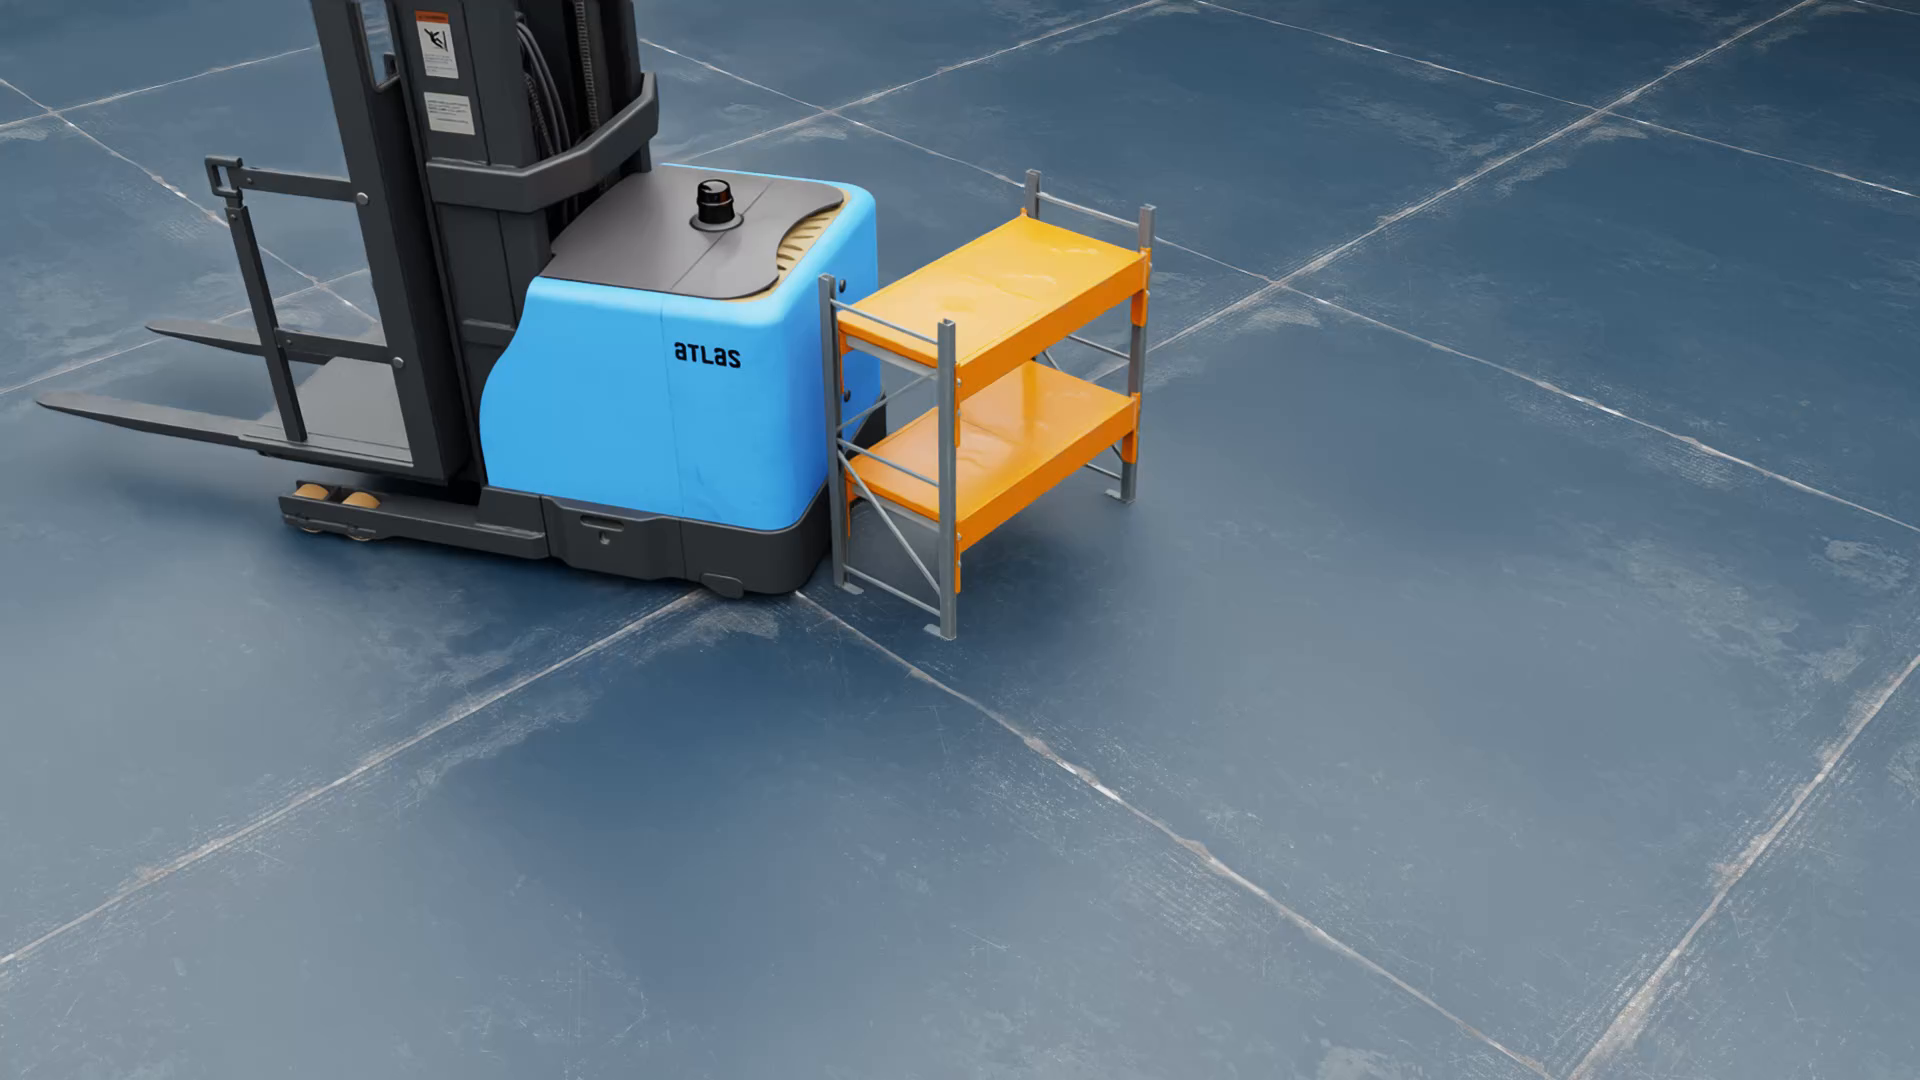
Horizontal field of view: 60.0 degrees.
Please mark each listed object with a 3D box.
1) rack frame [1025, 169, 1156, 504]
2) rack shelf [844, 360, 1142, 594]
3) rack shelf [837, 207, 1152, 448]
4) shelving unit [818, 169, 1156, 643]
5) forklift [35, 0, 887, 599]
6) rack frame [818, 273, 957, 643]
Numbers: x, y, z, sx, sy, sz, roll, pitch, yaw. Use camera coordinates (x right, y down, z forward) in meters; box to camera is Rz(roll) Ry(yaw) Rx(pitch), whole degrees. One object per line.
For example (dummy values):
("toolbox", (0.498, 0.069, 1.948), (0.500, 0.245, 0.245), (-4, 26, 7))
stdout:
("rack frame", (0.422, -0.685, 5.749), (0.500, 1.125, 0.032), (25, 42, 31))
("rack shelf", (0.103, -0.258, 5.564), (0.538, 0.278, 1.000), (25, 42, 31))
("rack shelf", (0.103, -0.698, 5.257), (0.538, 0.278, 1.000), (25, 42, 31))
("shelving unit", (0.103, -0.458, 5.424), (0.538, 1.125, 1.048), (25, 42, 31))
("forklift", (-1.844, -1.478, 5.306), (3.031, 2.935, 1.130), (9, 36, 13))
("rack frame", (-0.215, -0.232, 5.099), (0.500, 1.125, 0.032), (25, 42, 31))
